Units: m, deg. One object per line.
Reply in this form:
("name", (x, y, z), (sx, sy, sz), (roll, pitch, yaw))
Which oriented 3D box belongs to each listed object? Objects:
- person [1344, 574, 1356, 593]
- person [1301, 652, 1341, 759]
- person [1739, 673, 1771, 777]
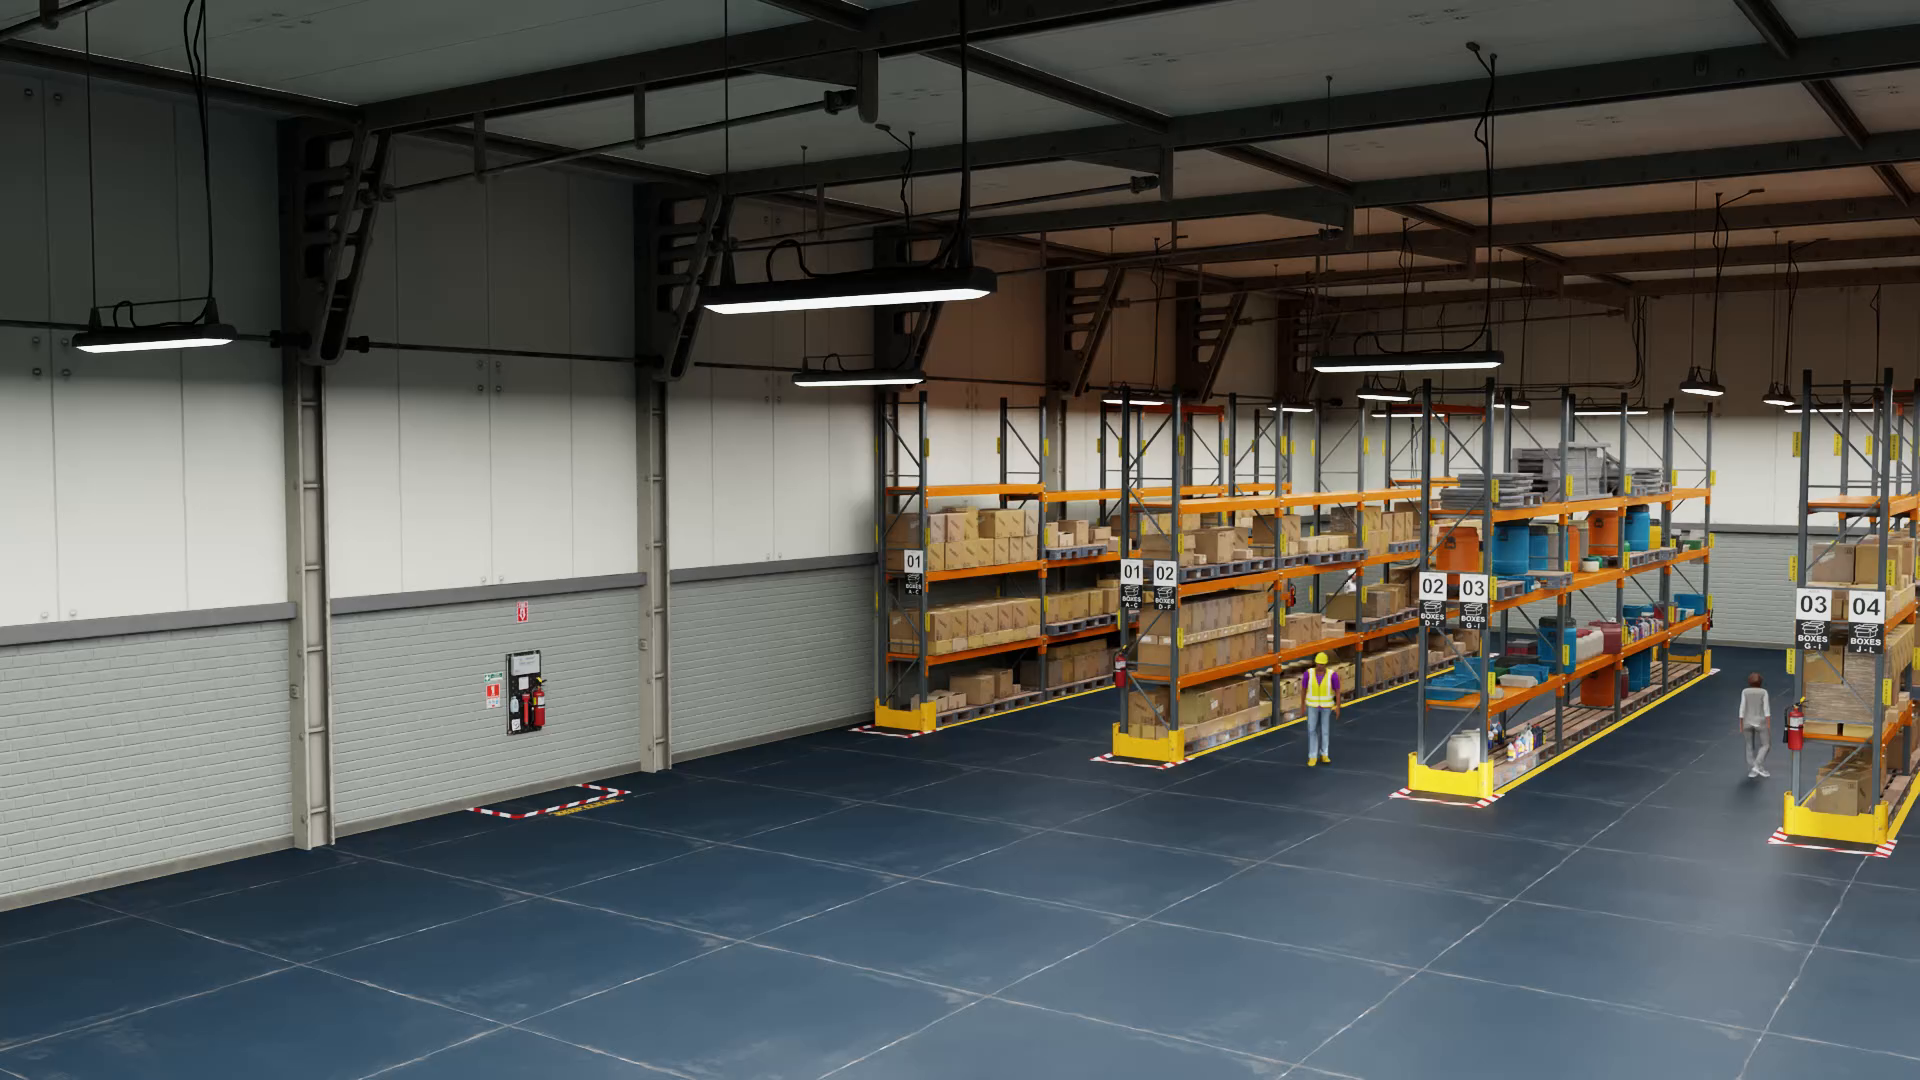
("person", (10.371, 1.680, 44.224), (0.569, 1.715, 0.619), (-2, 4, -36))
("person", (5.708, 2.609, 26.294), (0.629, 1.697, 0.483), (1, 3, 15))
("person", (10.086, 2.789, 25.596), (4.154, 1.596, 2.004), (2, 4, 34))
